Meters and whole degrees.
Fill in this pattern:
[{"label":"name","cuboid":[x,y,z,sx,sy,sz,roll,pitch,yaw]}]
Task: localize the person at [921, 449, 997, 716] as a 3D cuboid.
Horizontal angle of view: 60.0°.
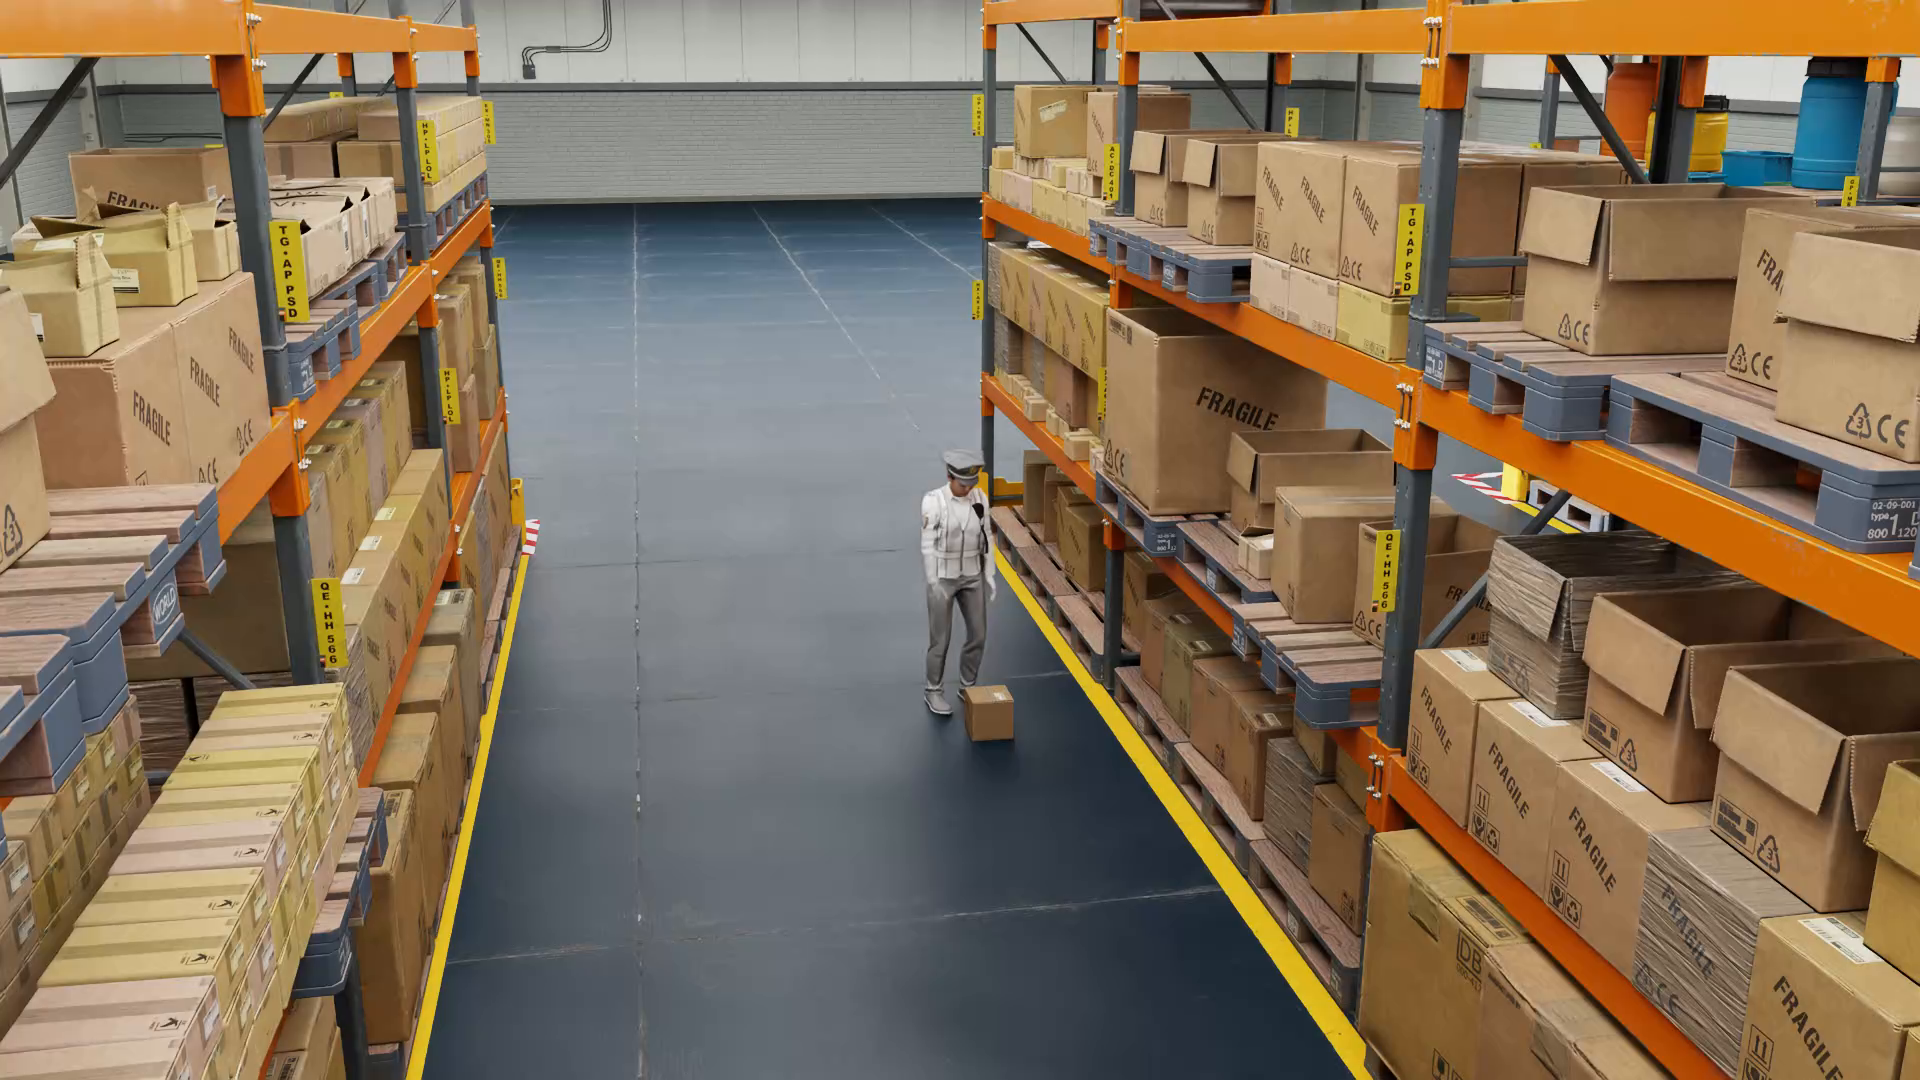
[{"label":"person","cuboid":[-0.003,0.252,10.226,0.485,1.651,0.380,-7,18,-22]}]
